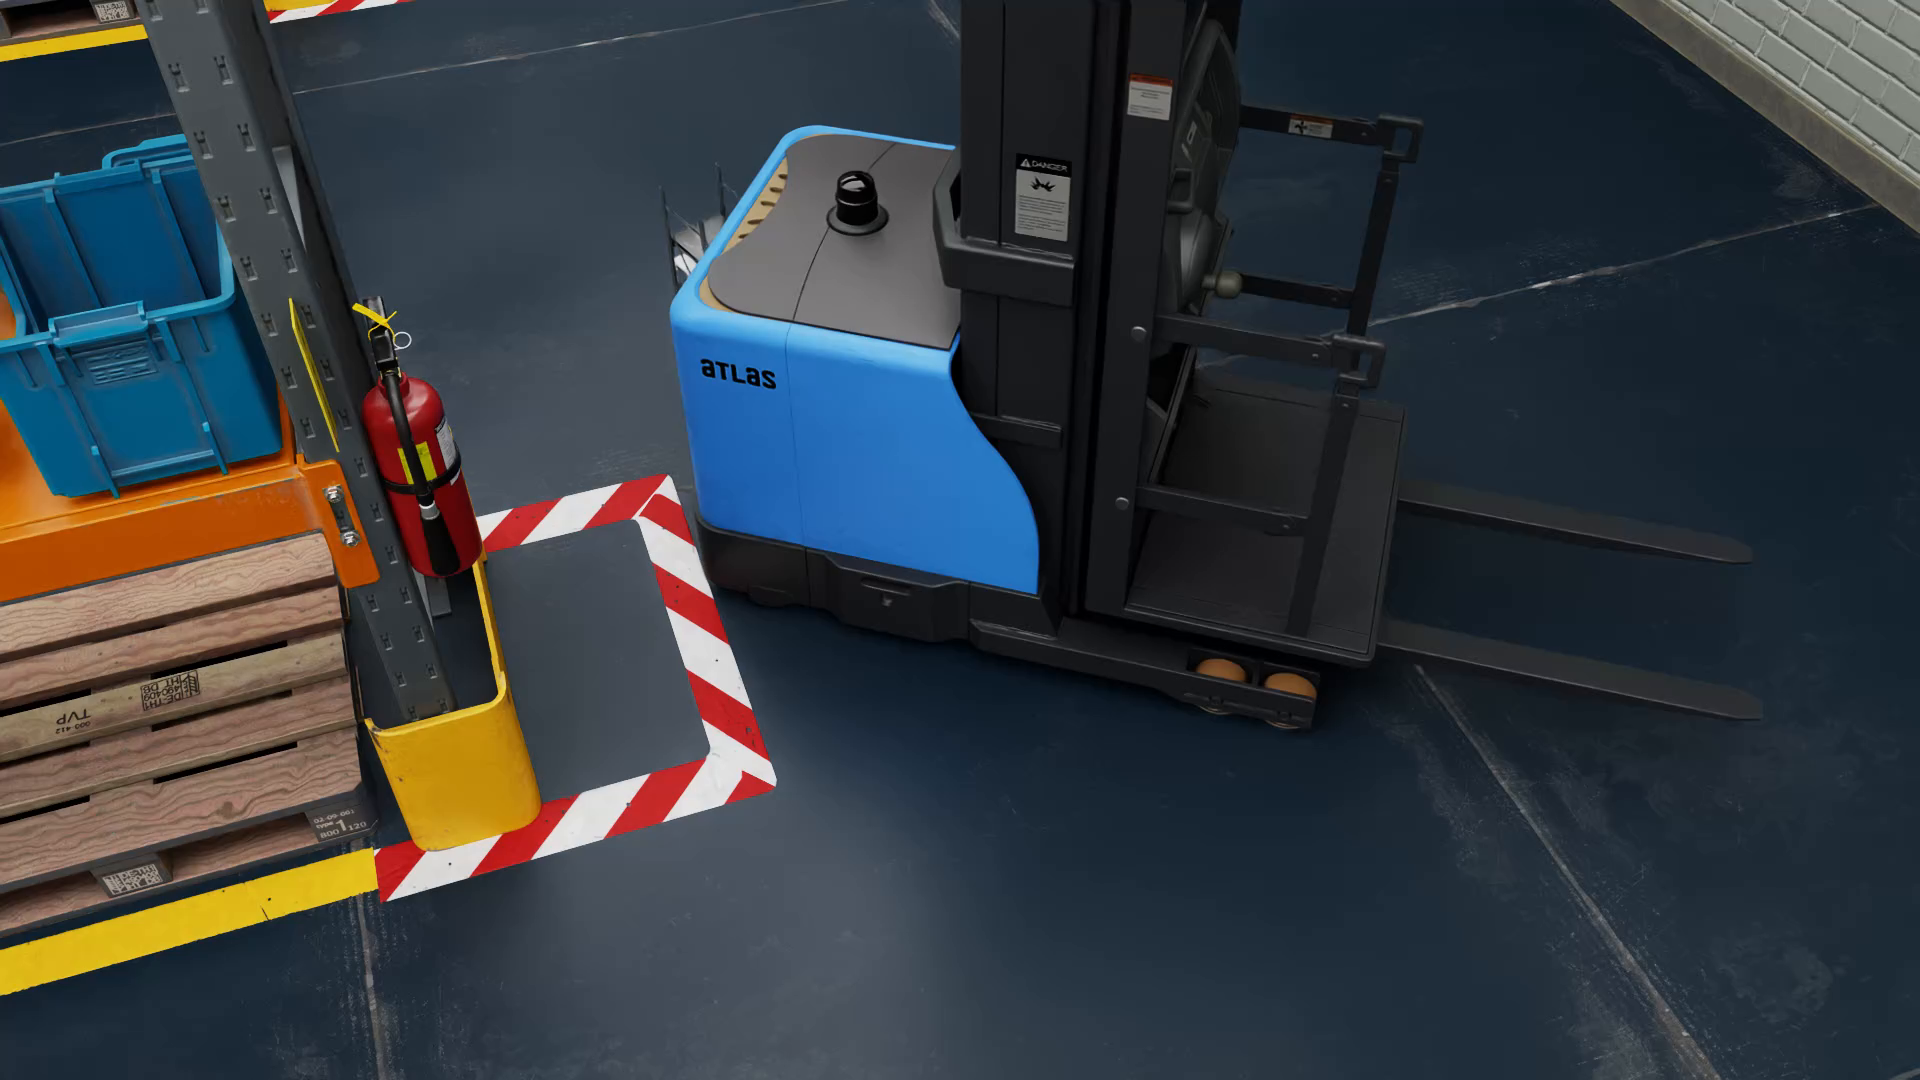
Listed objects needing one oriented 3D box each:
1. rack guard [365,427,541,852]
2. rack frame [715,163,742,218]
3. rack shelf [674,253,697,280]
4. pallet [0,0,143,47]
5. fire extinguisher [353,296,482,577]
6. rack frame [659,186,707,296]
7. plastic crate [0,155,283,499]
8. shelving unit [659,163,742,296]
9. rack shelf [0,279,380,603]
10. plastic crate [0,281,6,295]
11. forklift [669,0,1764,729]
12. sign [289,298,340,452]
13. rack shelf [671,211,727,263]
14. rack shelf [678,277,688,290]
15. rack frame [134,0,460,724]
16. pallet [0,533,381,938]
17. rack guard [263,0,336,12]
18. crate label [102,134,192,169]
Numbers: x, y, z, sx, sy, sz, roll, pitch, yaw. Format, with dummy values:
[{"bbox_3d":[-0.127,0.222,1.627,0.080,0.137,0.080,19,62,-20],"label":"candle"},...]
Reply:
[{"bbox_3d":[-1.481,0.236,4.662,0.348,0.500,1.175,-14,47,-14],"label":"rack guard"},{"bbox_3d":[-0.680,-0.782,5.394,0.006,0.900,0.240,-30,52,-27],"label":"rack frame"},{"bbox_3d":[-0.758,-0.840,5.245,0.200,0.077,0.258,-30,52,-27],"label":"rack shelf"},{"bbox_3d":[-3.998,-2.738,7.830,1.213,0.211,1.003,-14,47,-14],"label":"pallet"},{"bbox_3d":[-1.203,-0.207,3.656,0.183,0.674,0.296,-14,47,-14],"label":"fire extinguisher"},{"bbox_3d":[-0.837,-0.691,5.303,0.006,0.900,0.240,-30,52,-27],"label":"rack frame"},{"bbox_3d":[-1.751,-0.461,3.524,0.499,0.435,0.616,-14,47,-14],"label":"plastic crate"},{"bbox_3d":[-0.758,-0.736,5.349,0.210,0.900,0.258,-30,52,-27],"label":"shelving unit"},{"bbox_3d":[-3.380,0.103,3.538,4.000,0.370,1.077,-14,47,-14],"label":"rack shelf"},{"bbox_3d":[-2.173,-0.698,3.972,0.298,0.136,0.250,-14,47,-14],"label":"plastic crate"},{"bbox_3d":[0.791,-0.921,4.098,3.031,2.935,1.130,11,46,11],"label":"forklift"},{"bbox_3d":[-1.297,-0.327,3.343,0.005,0.325,0.100,-14,47,-14],"label":"sign"},{"bbox_3d":[-0.758,-0.903,5.181,0.200,0.077,0.258,-30,52,-27],"label":"rack shelf"},{"bbox_3d":[-0.758,-0.776,5.308,0.200,0.077,0.258,-30,52,-27],"label":"rack shelf"},{"bbox_3d":[-1.499,-0.632,3.763,0.127,3.000,1.000,-14,47,-14],"label":"rack frame"},{"bbox_3d":[-2.288,0.524,4.578,1.213,0.211,1.003,-14,47,-14],"label":"pallet"},{"bbox_3d":[-3.249,-3.033,7.920,0.348,0.500,1.175,-14,47,-14],"label":"rack guard"},{"bbox_3d":[-1.843,-0.754,3.960,0.303,0.233,0.416,-14,47,-14],"label":"crate label"}]
